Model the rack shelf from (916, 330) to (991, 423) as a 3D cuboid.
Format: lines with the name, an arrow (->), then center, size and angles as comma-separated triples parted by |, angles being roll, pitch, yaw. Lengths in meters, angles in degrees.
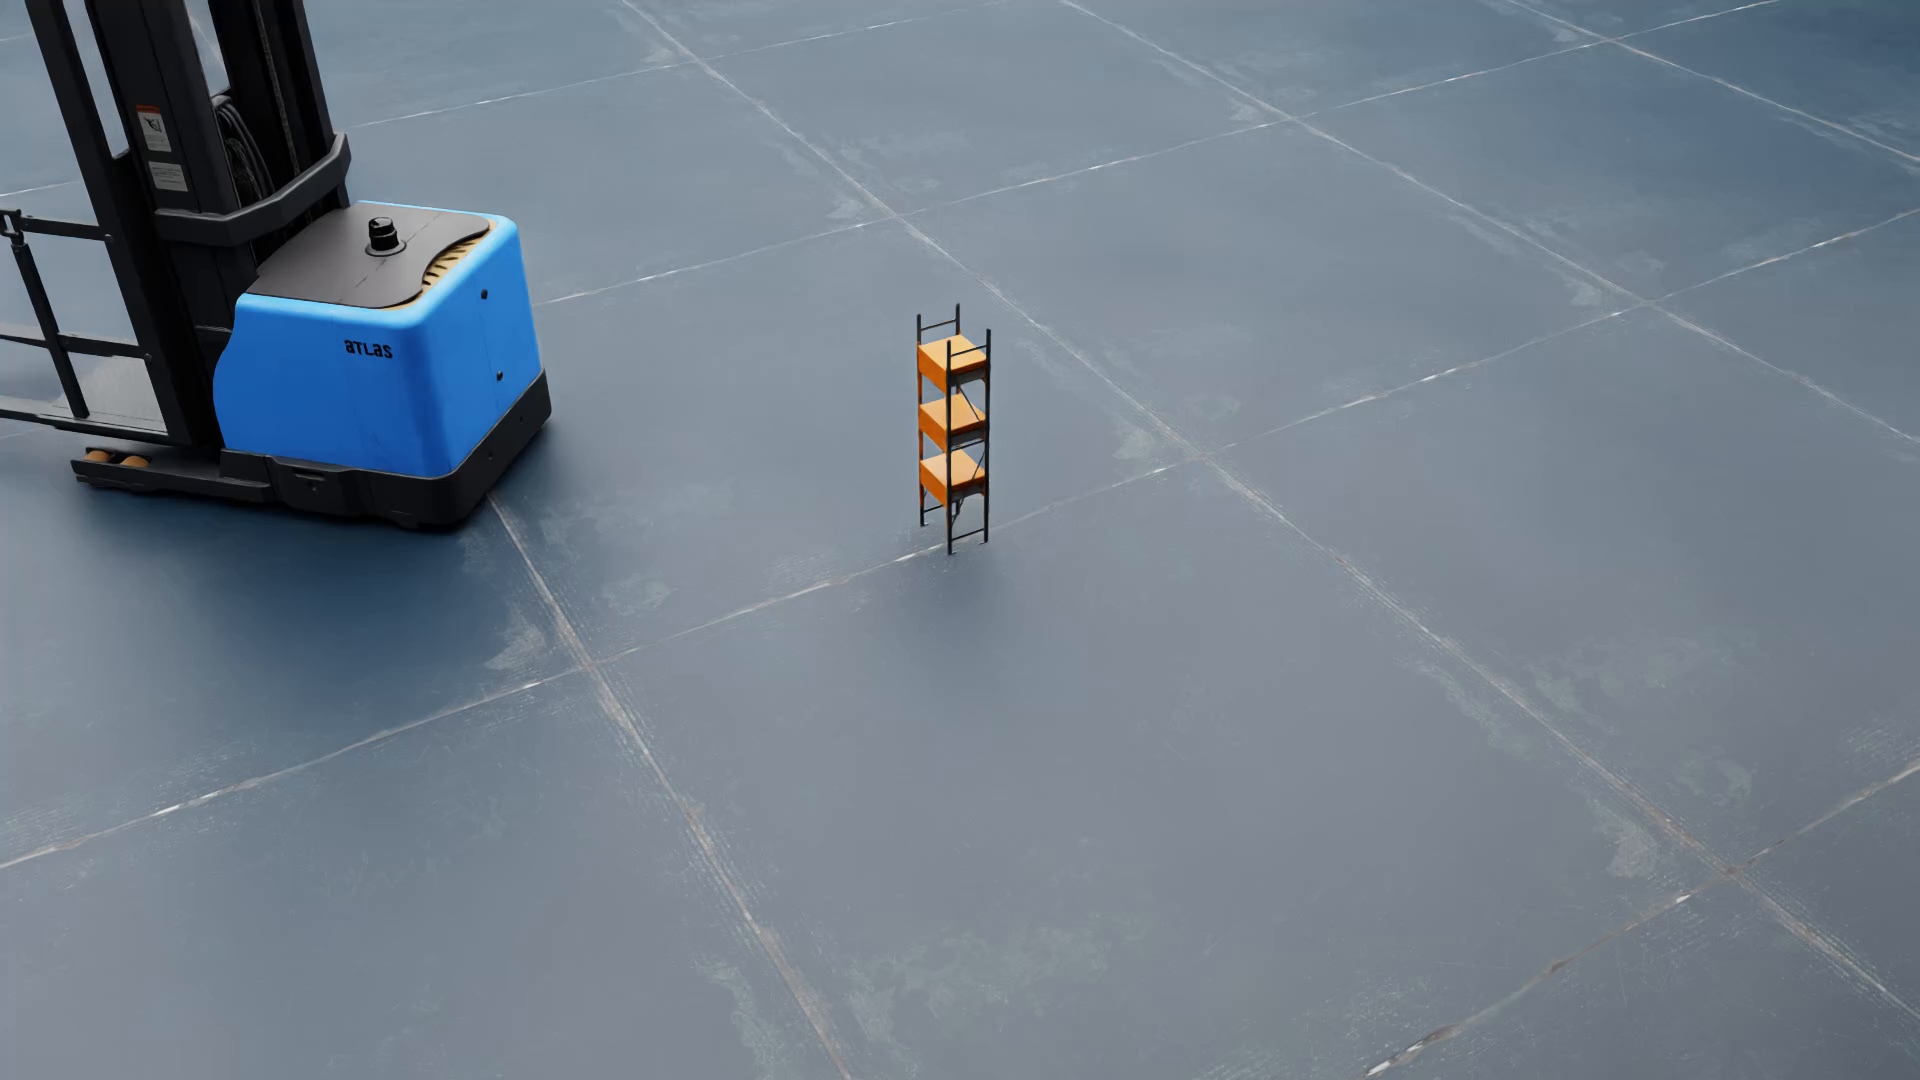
rack shelf -> -0.027, -0.672, 6.817 | 0.215, 0.259, 0.240 | -19, 40, -24

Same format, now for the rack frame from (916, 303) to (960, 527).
rack frame -> -0.088, -0.513, 7.063 | 0.200, 1.050, 0.008 | -19, 40, -24

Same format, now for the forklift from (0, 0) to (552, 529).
forklift -> -3.528, -1.689, 7.077 | 3.031, 2.935, 1.130 | 8, 37, 11

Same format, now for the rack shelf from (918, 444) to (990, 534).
rack shelf -> -0.027, -0.218, 7.148 | 0.215, 0.259, 0.240 | -19, 40, -24

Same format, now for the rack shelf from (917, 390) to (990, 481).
rack shelf -> -0.027, -0.443, 6.984 | 0.215, 0.259, 0.240 | -19, 40, -24

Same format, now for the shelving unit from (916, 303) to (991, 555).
shelving unit -> -0.027, -0.451, 6.978 | 0.215, 1.050, 0.252 | -19, 40, -24

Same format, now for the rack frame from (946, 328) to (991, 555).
rack frame -> 0.034, -0.389, 6.893 | 0.200, 1.050, 0.008 | -19, 40, -24
